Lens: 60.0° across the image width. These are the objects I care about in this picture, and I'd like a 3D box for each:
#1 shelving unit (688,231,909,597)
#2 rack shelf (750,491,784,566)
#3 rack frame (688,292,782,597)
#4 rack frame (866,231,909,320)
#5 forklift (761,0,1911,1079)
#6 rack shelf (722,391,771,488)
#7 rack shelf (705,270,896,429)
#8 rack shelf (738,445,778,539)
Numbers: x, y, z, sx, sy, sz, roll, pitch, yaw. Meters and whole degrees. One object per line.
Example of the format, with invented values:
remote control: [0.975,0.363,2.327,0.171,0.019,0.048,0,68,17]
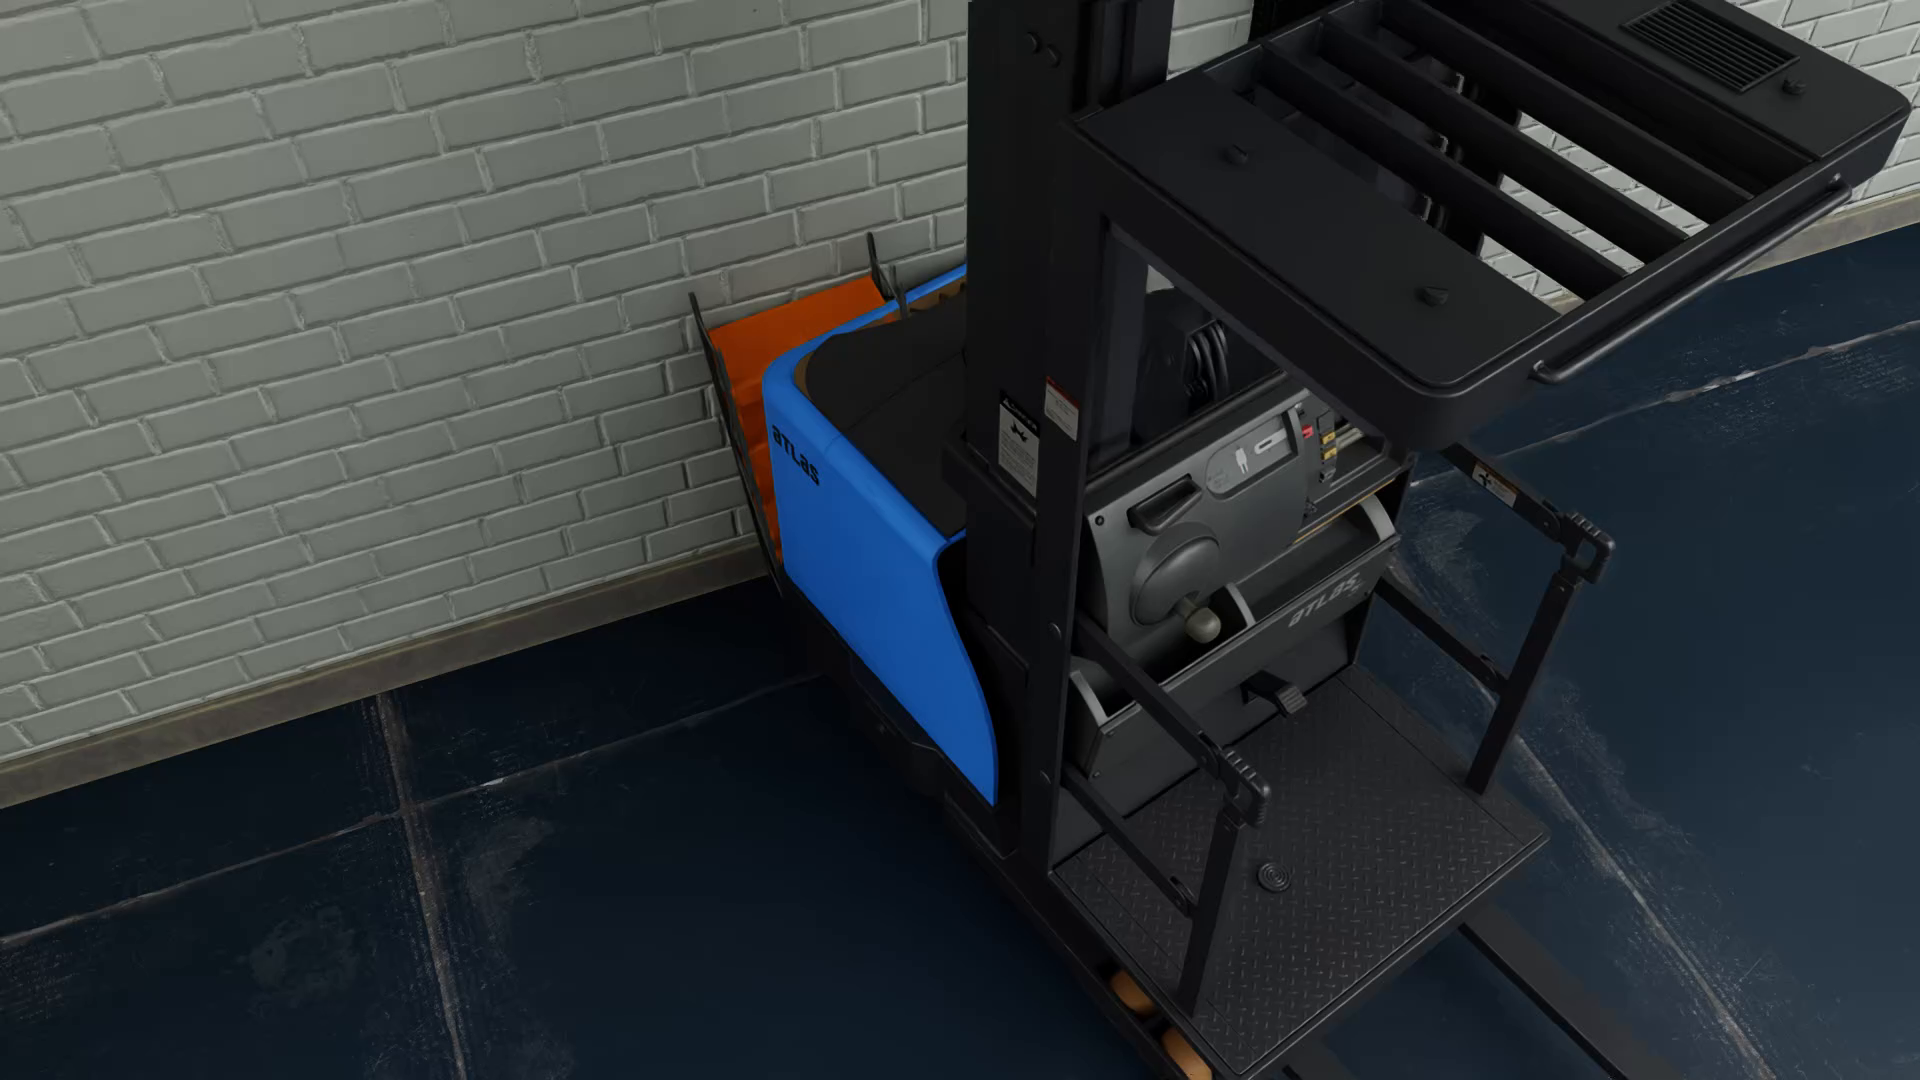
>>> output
shelving unit: [-0.368,-0.259,4.686,0.503,1.200,0.258,-21,52,-10]
rack shelf: [-0.346,-0.093,4.893,0.480,0.148,0.258,-21,52,-10]
rack frame: [-0.592,-0.174,4.642,0.015,1.200,0.240,-21,52,-10]
rack frame: [-0.144,-0.345,4.731,0.015,1.200,0.240,-21,52,-10]
forklift: [0.765,-0.028,3.342,1.130,2.935,3.031,-30,56,-23]
rack shelf: [-0.381,-0.357,4.565,0.480,0.148,0.258,-21,52,-10]
rack shelf: [-0.401,-0.505,4.381,0.480,0.148,0.258,-21,52,-10]
rack shelf: [-0.362,-0.217,4.738,0.480,0.148,0.258,-21,52,-10]
